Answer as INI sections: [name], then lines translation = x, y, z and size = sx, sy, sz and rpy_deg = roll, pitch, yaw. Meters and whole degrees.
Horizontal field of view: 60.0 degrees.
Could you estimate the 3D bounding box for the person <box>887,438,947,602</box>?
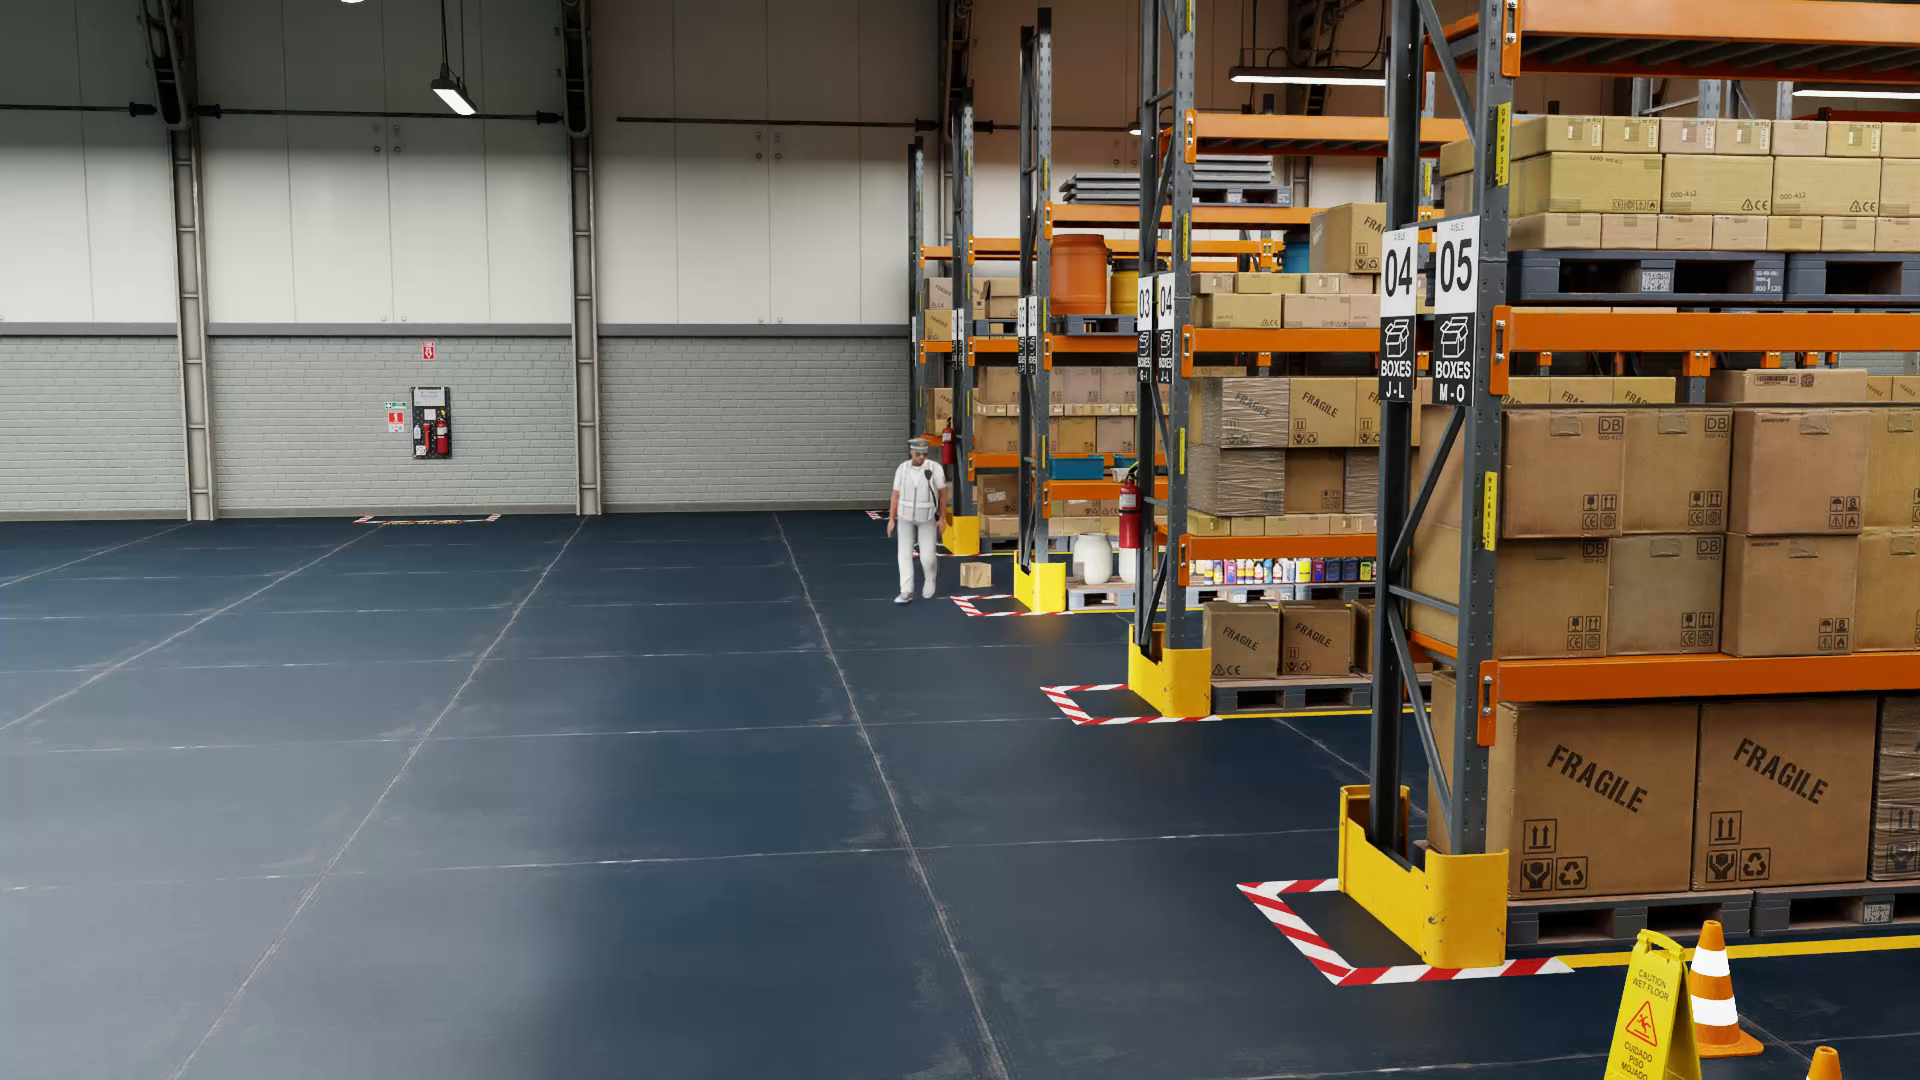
[person]
translation = -0.440, -0.221, 17.523
size = 0.620, 1.723, 0.608
rpy_deg = 1, 7, 11
